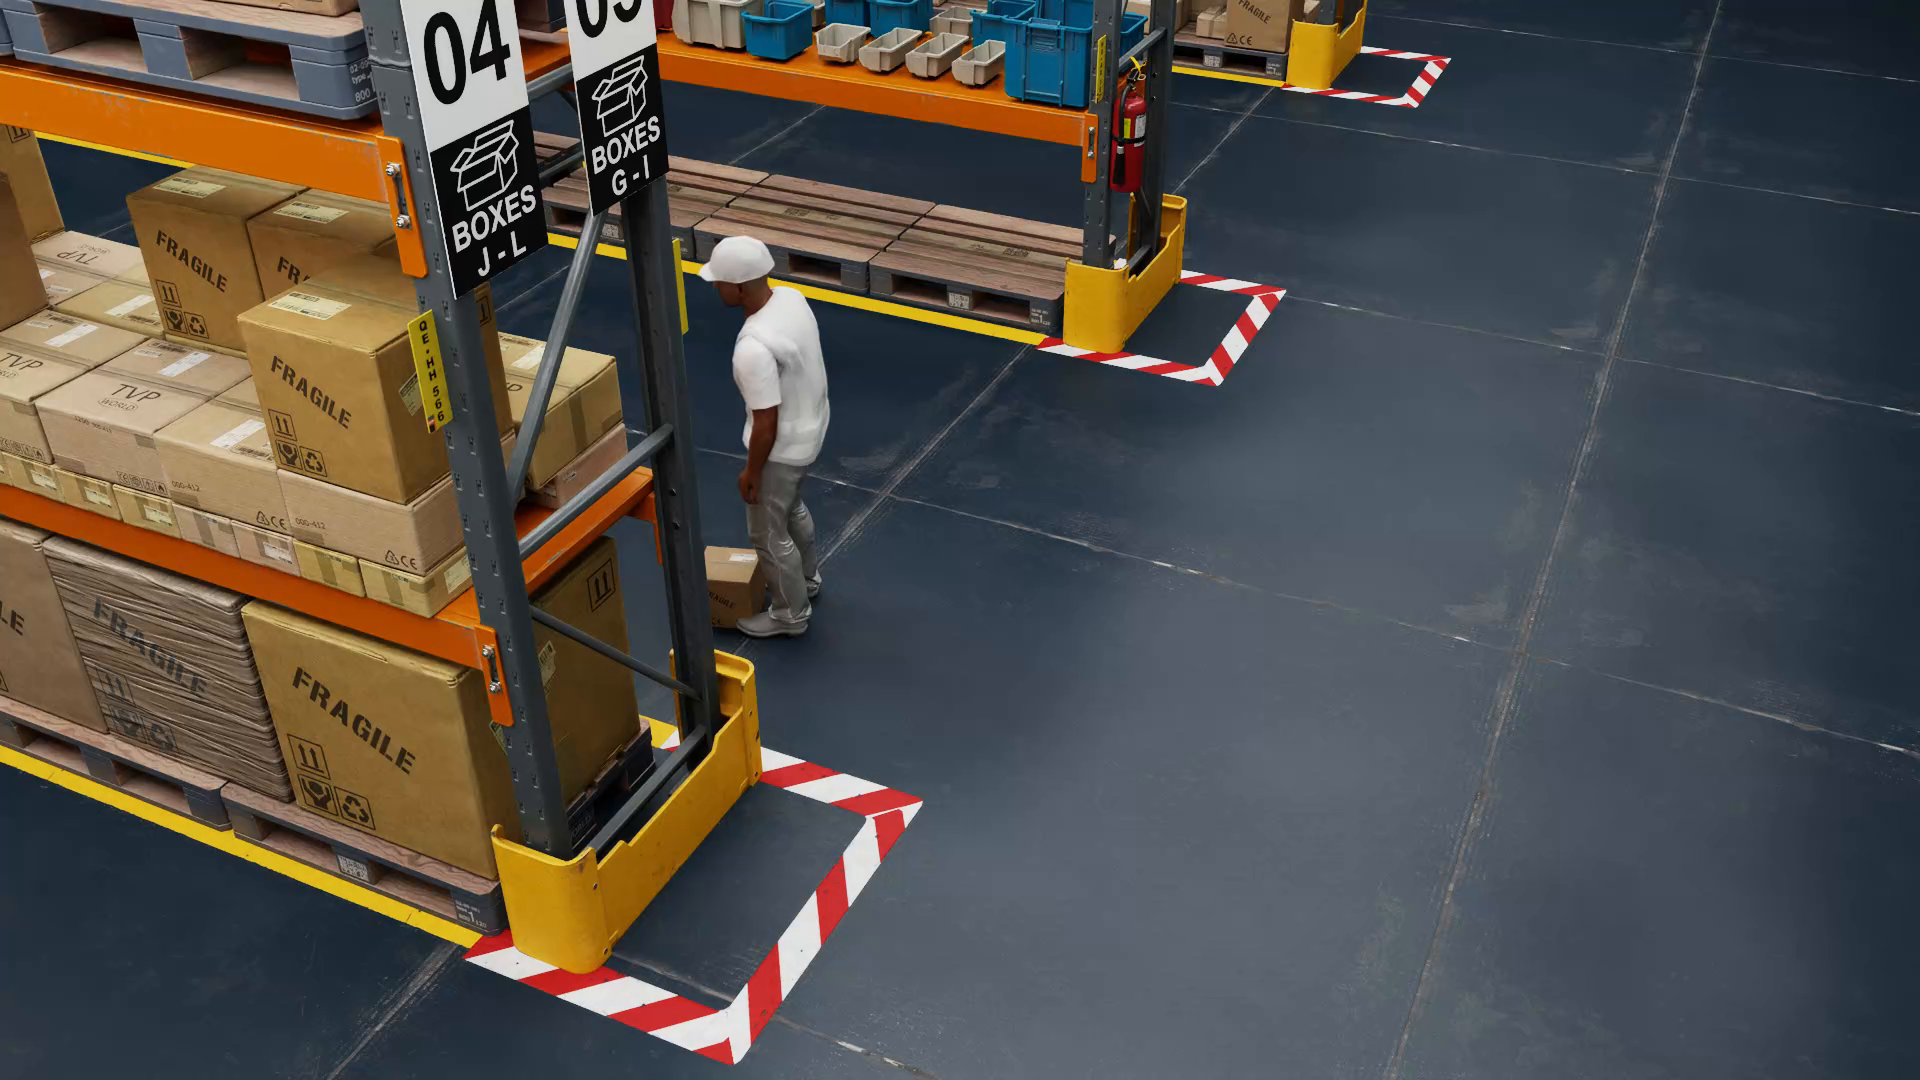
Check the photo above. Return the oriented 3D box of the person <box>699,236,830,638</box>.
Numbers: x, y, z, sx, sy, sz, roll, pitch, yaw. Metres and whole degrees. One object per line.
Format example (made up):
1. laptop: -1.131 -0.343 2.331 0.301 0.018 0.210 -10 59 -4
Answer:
1. person: -0.764 -0.416 6.753 0.461 1.760 0.626 5 34 8
